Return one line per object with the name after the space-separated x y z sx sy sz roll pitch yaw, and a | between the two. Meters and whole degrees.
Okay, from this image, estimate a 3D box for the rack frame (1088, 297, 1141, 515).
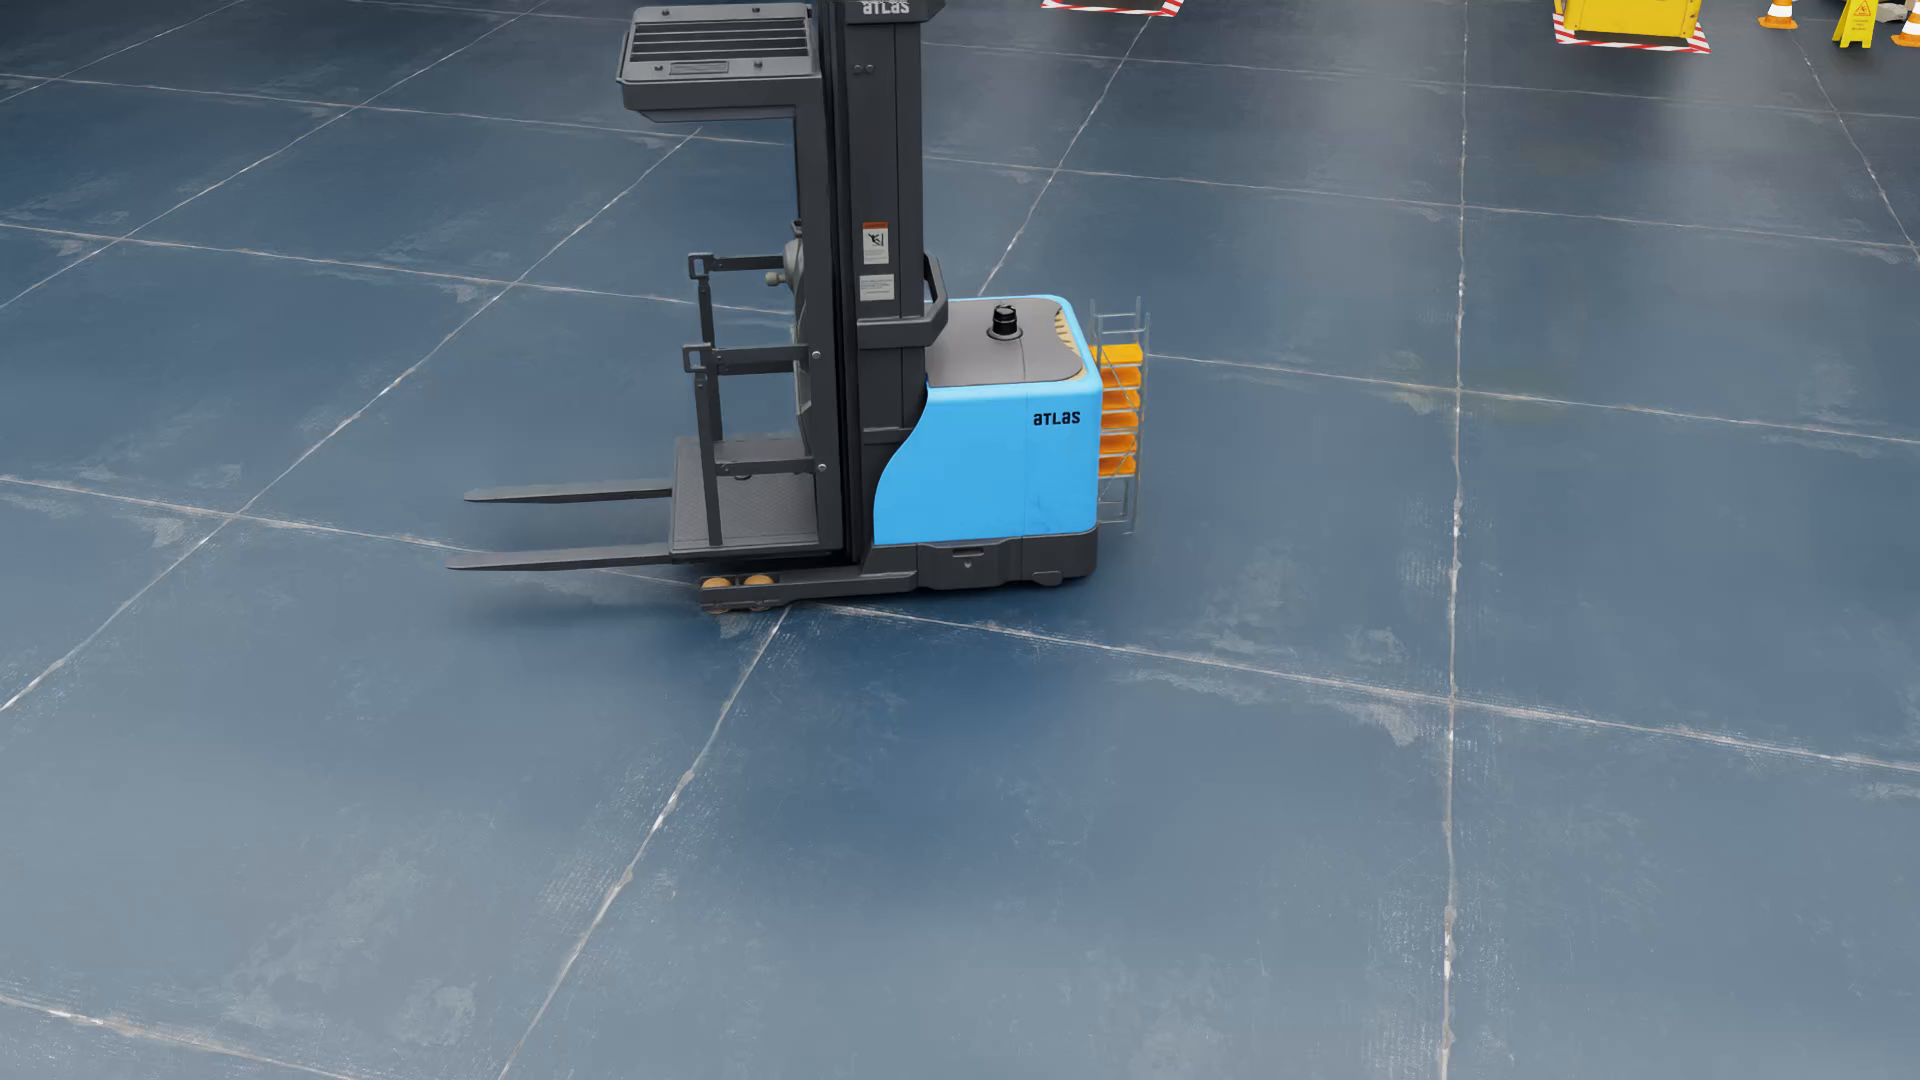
0.730 -0.627 8.119 0.240 1.200 0.006 -4 33 -7 | rack frame

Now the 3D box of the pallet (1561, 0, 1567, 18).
6.541 -5.433 16.600 1.003 0.211 1.213 8 33 12 | pallet

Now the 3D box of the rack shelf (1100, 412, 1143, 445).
0.743 -0.541 8.066 0.258 0.103 0.180 -4 33 -7 | rack shelf

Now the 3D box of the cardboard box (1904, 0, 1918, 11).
9.606 -5.315 16.471 0.380 0.149 0.250 28 42 36 | cardboard box

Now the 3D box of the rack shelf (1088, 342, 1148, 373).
0.743 -0.845 7.873 0.258 0.103 0.180 -4 33 -7 | rack shelf

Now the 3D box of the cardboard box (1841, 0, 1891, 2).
9.224 -5.765 16.850 0.797 0.503 0.637 -14 35 -21 | cardboard box

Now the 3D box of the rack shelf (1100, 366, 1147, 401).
0.743 -0.744 7.937 0.258 0.103 0.180 -4 33 -7 | rack shelf

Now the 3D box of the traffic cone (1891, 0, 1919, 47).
8.928 -4.866 15.472 0.336 0.463 0.334 8 33 12 | traffic cone

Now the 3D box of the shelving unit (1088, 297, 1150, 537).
0.743 -0.579 8.042 0.258 1.200 0.189 -4 33 -7 | shelving unit

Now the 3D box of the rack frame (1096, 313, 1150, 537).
0.756 -0.530 7.966 0.240 1.200 0.006 -4 33 -7 | rack frame

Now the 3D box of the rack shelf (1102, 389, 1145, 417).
0.743 -0.643 8.002 0.258 0.103 0.180 -4 33 -7 | rack shelf

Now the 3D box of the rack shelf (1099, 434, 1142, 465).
0.743 -0.440 8.130 0.258 0.103 0.180 -4 33 -7 | rack shelf

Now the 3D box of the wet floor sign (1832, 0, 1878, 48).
8.321 -4.906 15.366 0.267 0.644 0.232 3 33 4 | wet floor sign

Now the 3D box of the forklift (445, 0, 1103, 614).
-0.902 -1.195 7.398 3.031 2.935 1.130 -4 33 -6 | forklift

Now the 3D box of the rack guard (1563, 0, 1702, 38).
6.407 -5.117 15.833 1.175 0.500 0.348 8 33 12 | rack guard

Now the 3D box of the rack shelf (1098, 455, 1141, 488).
0.743 -0.339 8.195 0.258 0.103 0.180 -4 33 -7 | rack shelf

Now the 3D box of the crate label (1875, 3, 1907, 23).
9.068 -5.145 16.215 0.250 0.136 0.298 -8 33 -13 | crate label

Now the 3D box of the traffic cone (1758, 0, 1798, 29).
7.922 -5.196 15.992 0.336 0.463 0.334 8 33 12 | traffic cone
